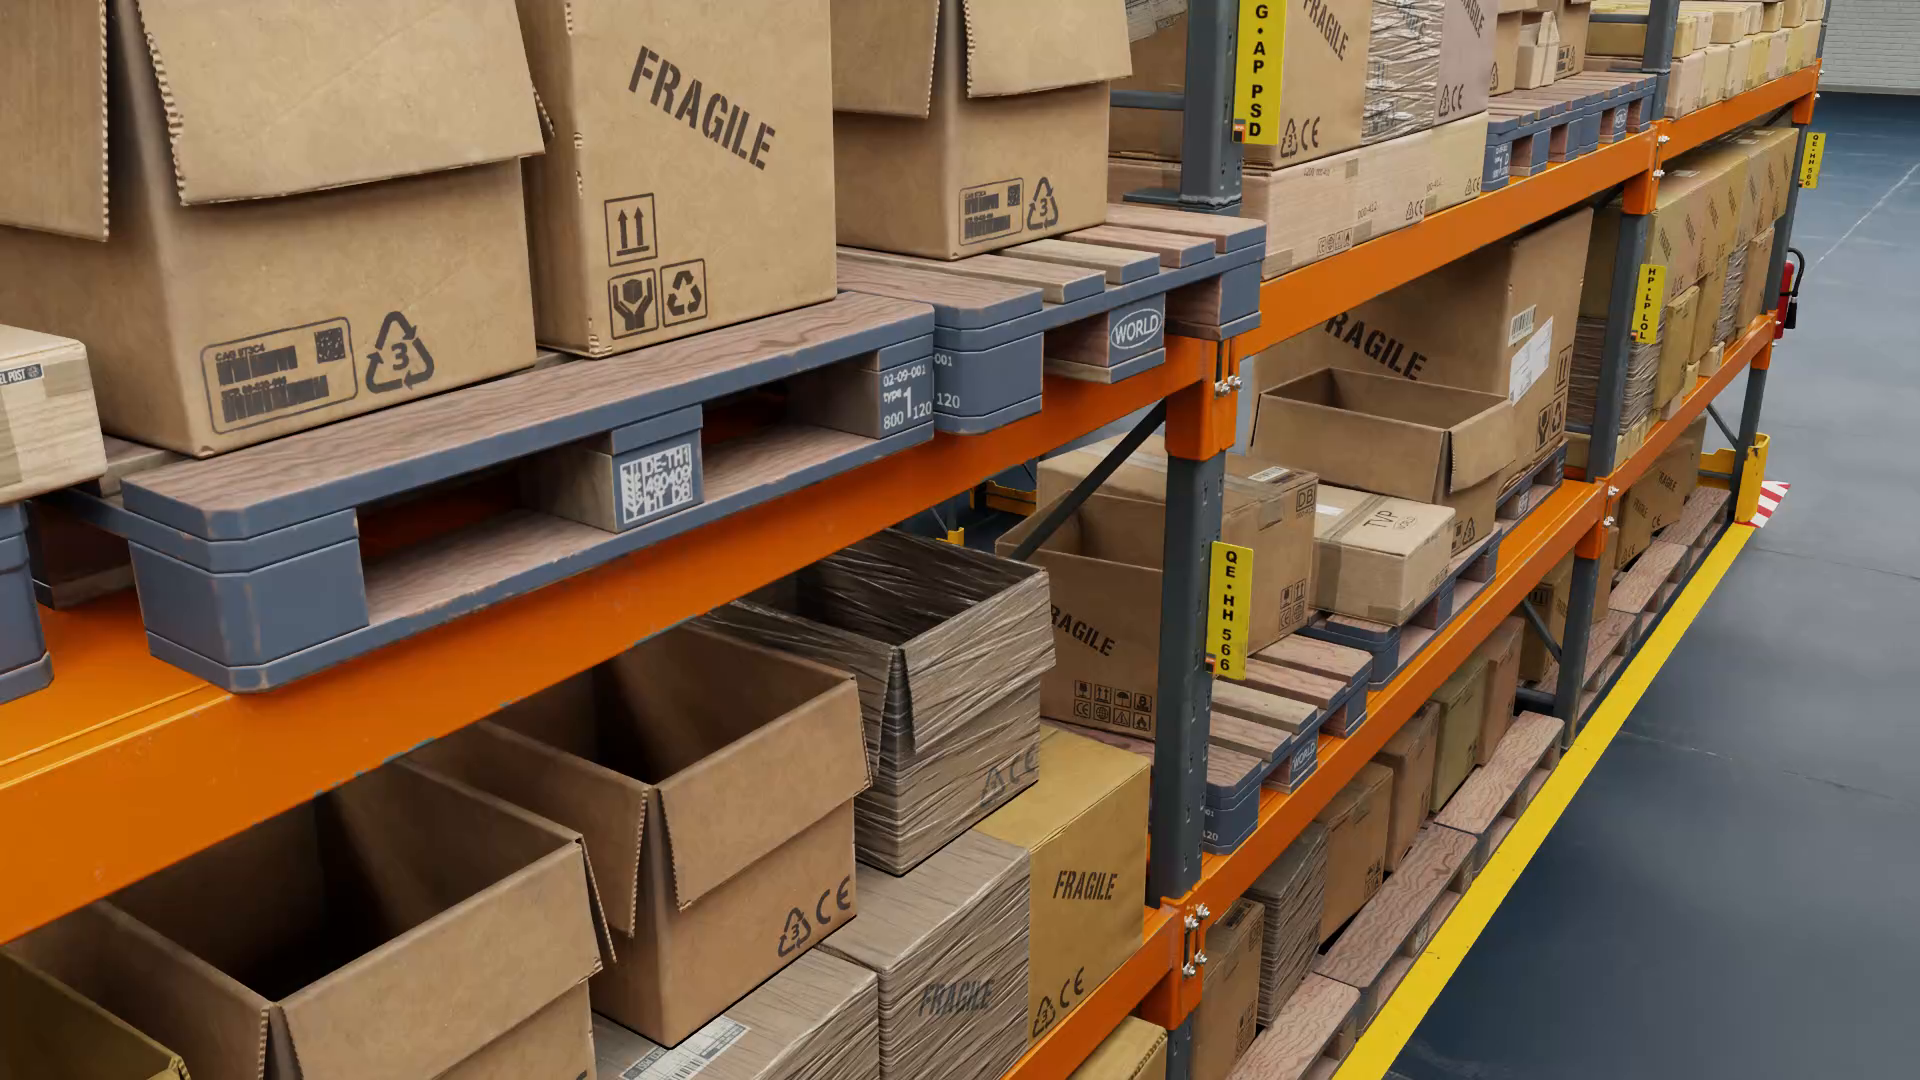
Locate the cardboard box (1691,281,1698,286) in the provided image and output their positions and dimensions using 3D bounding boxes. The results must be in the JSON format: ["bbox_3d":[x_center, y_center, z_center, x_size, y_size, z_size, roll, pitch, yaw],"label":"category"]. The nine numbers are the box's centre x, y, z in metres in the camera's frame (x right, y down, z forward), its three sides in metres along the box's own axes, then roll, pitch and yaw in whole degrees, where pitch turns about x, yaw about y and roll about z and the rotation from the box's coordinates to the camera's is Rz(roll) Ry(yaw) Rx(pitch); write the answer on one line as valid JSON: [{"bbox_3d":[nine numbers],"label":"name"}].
[{"bbox_3d":[3.218,-1.150,8.478,0.875,0.500,0.500,13,24,32],"label":"cardboard box"}]

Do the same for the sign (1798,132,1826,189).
[{"bbox_3d":[5.102,-2.272,9.959,0.100,0.325,0.005,13,24,32],"label":"sign"}]

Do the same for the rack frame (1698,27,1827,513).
[{"bbox_3d":[4.655,-1.695,10.523,1.000,3.000,0.127,13,24,32],"label":"rack frame"}]

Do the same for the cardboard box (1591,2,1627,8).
[{"bbox_3d":[3.086,-2.599,8.286,0.380,0.149,0.250,15,25,34],"label":"cardboard box"}]

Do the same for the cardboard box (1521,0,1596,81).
[{"bbox_3d":[2.060,-2.084,6.497,0.797,0.503,0.637,12,23,29],"label":"cardboard box"}]

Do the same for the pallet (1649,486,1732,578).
[{"bbox_3d":[4.126,-0.139,10.336,1.003,0.211,1.213,13,24,32],"label":"pallet"}]

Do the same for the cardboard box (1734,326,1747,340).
[{"bbox_3d":[4.426,-1.301,9.822,0.380,0.149,0.250,13,24,32],"label":"cardboard box"}]

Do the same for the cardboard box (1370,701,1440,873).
[{"bbox_3d":[1.445,0.885,6.518,0.700,0.500,0.500,11,23,27],"label":"cardboard box"}]

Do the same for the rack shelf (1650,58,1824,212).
[{"bbox_3d":[3.530,-2.190,8.576,1.077,0.370,4.000,13,24,32],"label":"rack shelf"}]

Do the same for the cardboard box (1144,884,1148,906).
[{"bbox_3d":[0.509,1.017,5.080,0.500,0.250,0.500,14,25,34],"label":"cardboard box"}]

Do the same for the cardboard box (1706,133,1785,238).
[{"bbox_3d":[4.274,-1.999,9.333,0.500,0.500,0.500,13,24,32],"label":"cardboard box"}]

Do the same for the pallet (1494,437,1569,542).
[{"bbox_3d":[1.856,-0.266,6.937,1.003,0.211,1.213,13,24,32],"label":"pallet"}]

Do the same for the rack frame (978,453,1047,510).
[{"bbox_3d":[0.334,-0.874,10.465,0.500,1.500,0.032,13,24,32],"label":"rack frame"}]

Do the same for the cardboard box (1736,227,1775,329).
[{"bbox_3d":[4.141,-1.562,9.591,0.875,0.500,0.500,13,24,32],"label":"cardboard box"}]

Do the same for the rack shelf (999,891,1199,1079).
[{"bbox_3d":[-0.967,1.512,2.891,1.077,0.370,4.000,13,24,32],"label":"rack shelf"}]

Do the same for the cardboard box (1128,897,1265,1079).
[{"bbox_3d":[0.518,1.371,5.205,0.700,0.500,0.500,12,23,29],"label":"cardboard box"}]

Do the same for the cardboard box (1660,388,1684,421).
[{"bbox_3d":[3.352,-0.716,8.239,0.380,0.149,0.250,13,24,32],"label":"cardboard box"}]

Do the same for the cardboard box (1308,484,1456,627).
[{"bbox_3d":[1.290,0.038,5.449,0.500,0.250,0.500,12,24,30],"label":"cardboard box"}]

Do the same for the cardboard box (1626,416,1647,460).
[{"bbox_3d":[2.927,-0.501,7.659,0.380,0.149,0.250,13,24,32],"label":"cardboard box"}]

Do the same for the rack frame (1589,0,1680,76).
[{"bbox_3d":[2.406,-3.361,6.379,1.000,3.000,0.127,13,24,32],"label":"rack frame"}]

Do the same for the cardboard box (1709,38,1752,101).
[{"bbox_3d":[3.452,-2.256,7.933,0.500,0.250,0.500,12,24,30],"label":"cardboard box"}]

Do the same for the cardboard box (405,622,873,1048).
[{"bbox_3d":[-0.635,0.476,3.063,0.797,0.503,0.637,14,24,33],"label":"cardboard box"}]

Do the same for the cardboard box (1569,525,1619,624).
[{"bbox_3d":[2.980,0.156,8.518,0.500,0.500,0.500,-15,25,-35],"label":"cardboard box"}]

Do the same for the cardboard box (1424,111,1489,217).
[{"bbox_3d":[1.202,-1.118,4.855,0.500,0.250,0.500,14,24,33],"label":"cardboard box"}]

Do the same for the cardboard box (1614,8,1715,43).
[{"bbox_3d":[3.210,-2.346,7.601,0.380,0.149,0.250,14,25,33],"label":"cardboard box"}]

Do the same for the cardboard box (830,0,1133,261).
[{"bbox_3d":[-0.126,-0.863,3.195,0.797,0.503,0.637,15,25,35],"label":"cardboard box"}]

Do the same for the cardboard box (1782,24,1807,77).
[{"bbox_3d":[4.316,-2.700,9.132,0.500,0.250,0.500,13,24,32],"label":"cardboard box"}]

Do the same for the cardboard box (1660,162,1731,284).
[{"bbox_3d":[3.431,-1.569,8.169,0.500,0.500,0.500,13,24,32],"label":"cardboard box"}]

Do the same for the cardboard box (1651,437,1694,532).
[{"bbox_3d":[3.982,-0.365,9.926,0.500,0.500,0.500,-17,26,-38],"label":"cardboard box"}]

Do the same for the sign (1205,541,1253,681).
[{"bbox_3d":[0.618,0.165,3.826,0.100,0.325,0.005,13,24,32],"label":"sign"}]

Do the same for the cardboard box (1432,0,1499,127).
[{"bbox_3d":[1.200,-1.463,4.707,0.500,0.500,0.500,12,24,30],"label":"cardboard box"}]

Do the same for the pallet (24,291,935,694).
[{"bbox_3d":[-0.787,-0.201,2.433,1.003,0.211,1.213,15,25,34],"label":"pallet"}]

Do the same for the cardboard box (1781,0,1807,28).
[{"bbox_3d":[4.329,-2.849,8.962,0.380,0.149,0.250,13,24,32],"label":"cardboard box"}]

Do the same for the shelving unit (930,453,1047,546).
[{"bbox_3d":[0.043,-0.725,10.064,0.587,1.500,1.083,13,24,32],"label":"shelving unit"}]

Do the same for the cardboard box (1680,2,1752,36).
[{"bbox_3d":[3.662,-2.566,8.195,0.380,0.149,0.250,14,24,33],"label":"cardboard box"}]

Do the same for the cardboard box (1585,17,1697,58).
[{"bbox_3d":[2.844,-2.104,6.946,0.380,0.149,0.250,12,24,30],"label":"cardboard box"}]

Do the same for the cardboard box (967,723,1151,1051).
[{"bbox_3d":[0.085,0.744,3.787,0.500,0.500,0.500,14,25,33],"label":"cardboard box"}]

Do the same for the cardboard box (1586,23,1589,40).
[{"bbox_3d":[2.576,-2.279,7.420,0.380,0.149,0.250,14,24,32],"label":"cardboard box"}]

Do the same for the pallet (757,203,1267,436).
[{"bbox_3d":[-0.160,-0.523,3.302,1.213,0.211,1.003,15,25,34],"label":"pallet"}]

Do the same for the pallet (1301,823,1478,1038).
[{"bbox_3d":[1.285,1.336,6.349,1.003,0.211,1.213,13,24,32],"label":"pallet"}]

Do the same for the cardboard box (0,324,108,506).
[{"bbox_3d":[-1.130,-0.136,1.741,0.380,0.149,0.250,12,24,30],"label":"cardboard box"}]
